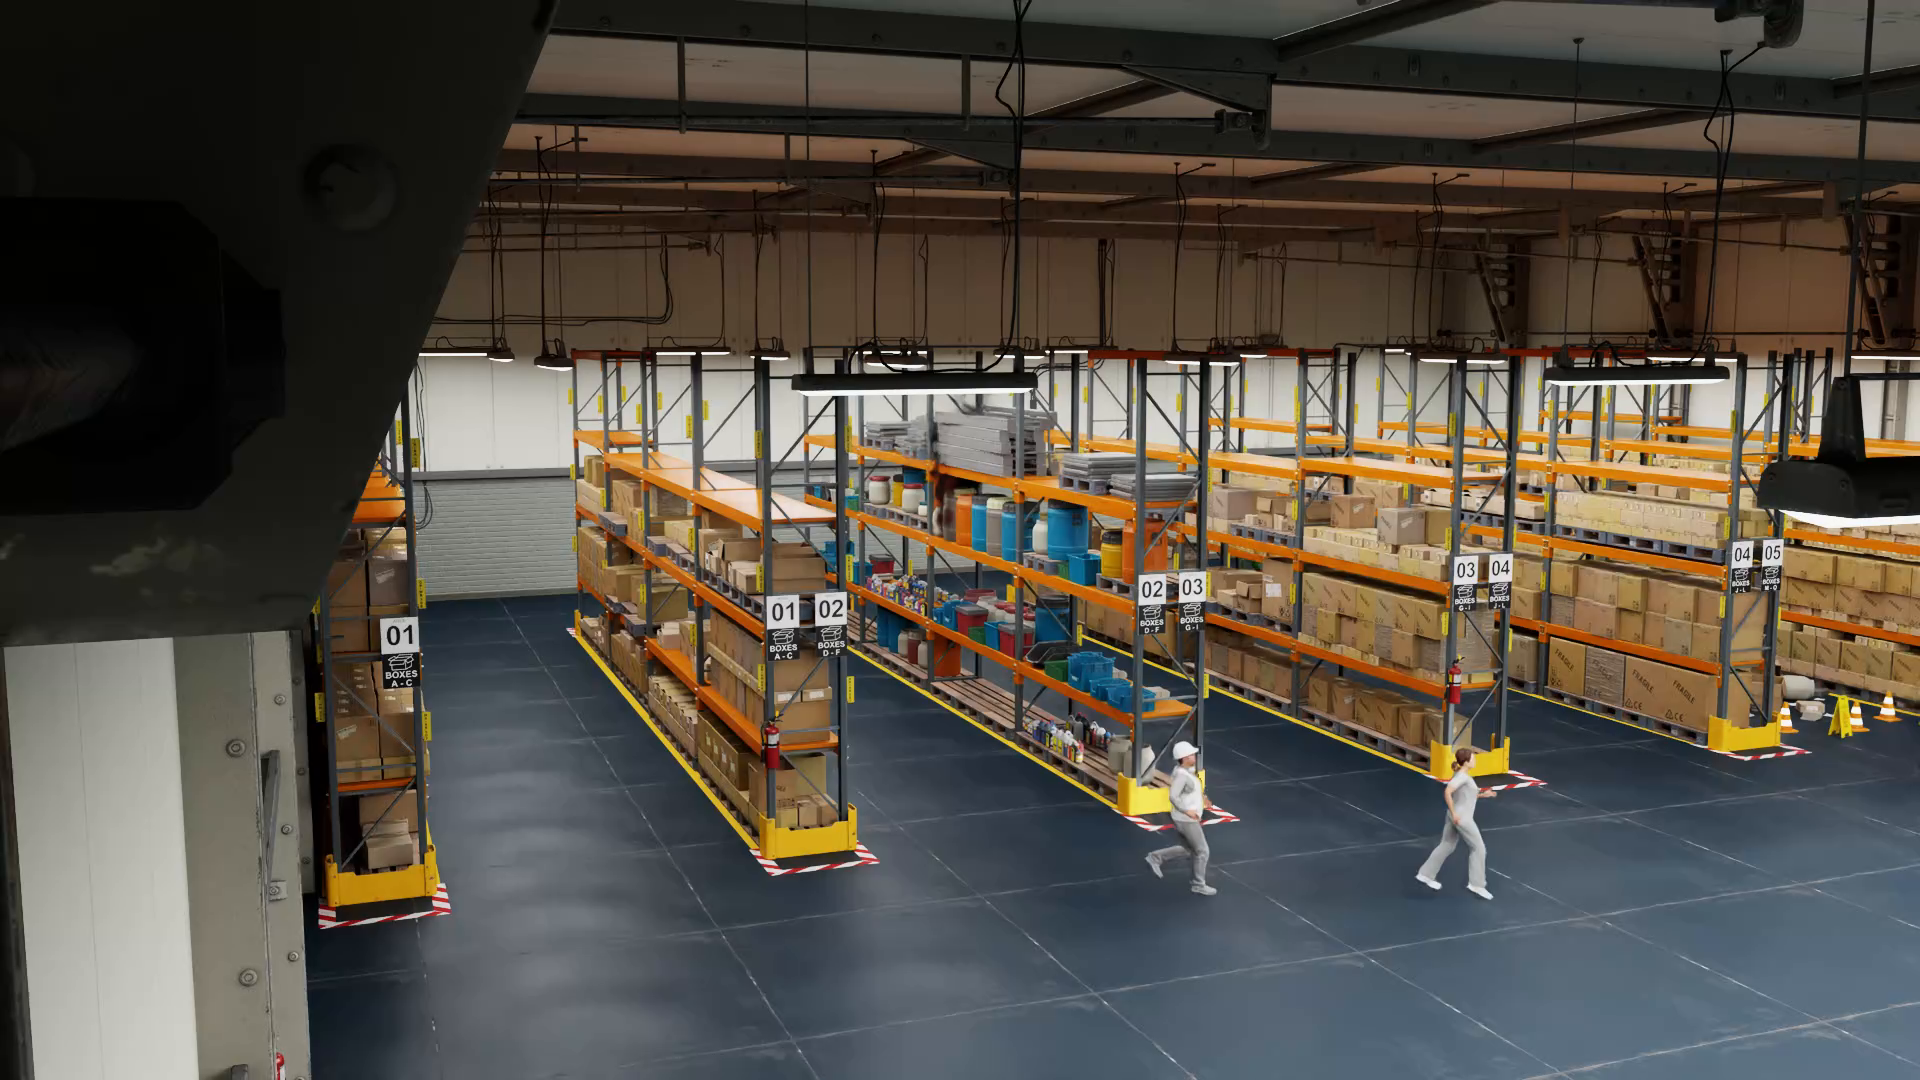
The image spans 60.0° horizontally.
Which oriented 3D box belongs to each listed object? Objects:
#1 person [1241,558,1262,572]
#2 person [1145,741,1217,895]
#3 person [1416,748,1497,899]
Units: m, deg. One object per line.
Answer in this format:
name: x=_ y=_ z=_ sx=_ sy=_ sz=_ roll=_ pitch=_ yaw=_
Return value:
person: x=7.229 y=0.267 z=41.616 sx=0.876 sy=1.844 sz=0.643 roll=-4 pitch=8 yaw=-28
person: x=2.513 y=3.146 z=18.810 sx=0.819 sy=1.763 sz=0.662 roll=0 pitch=7 yaw=4
person: x=5.588 y=3.176 z=18.687 sx=0.856 sy=1.715 sz=0.535 roll=0 pitch=7 yaw=3
